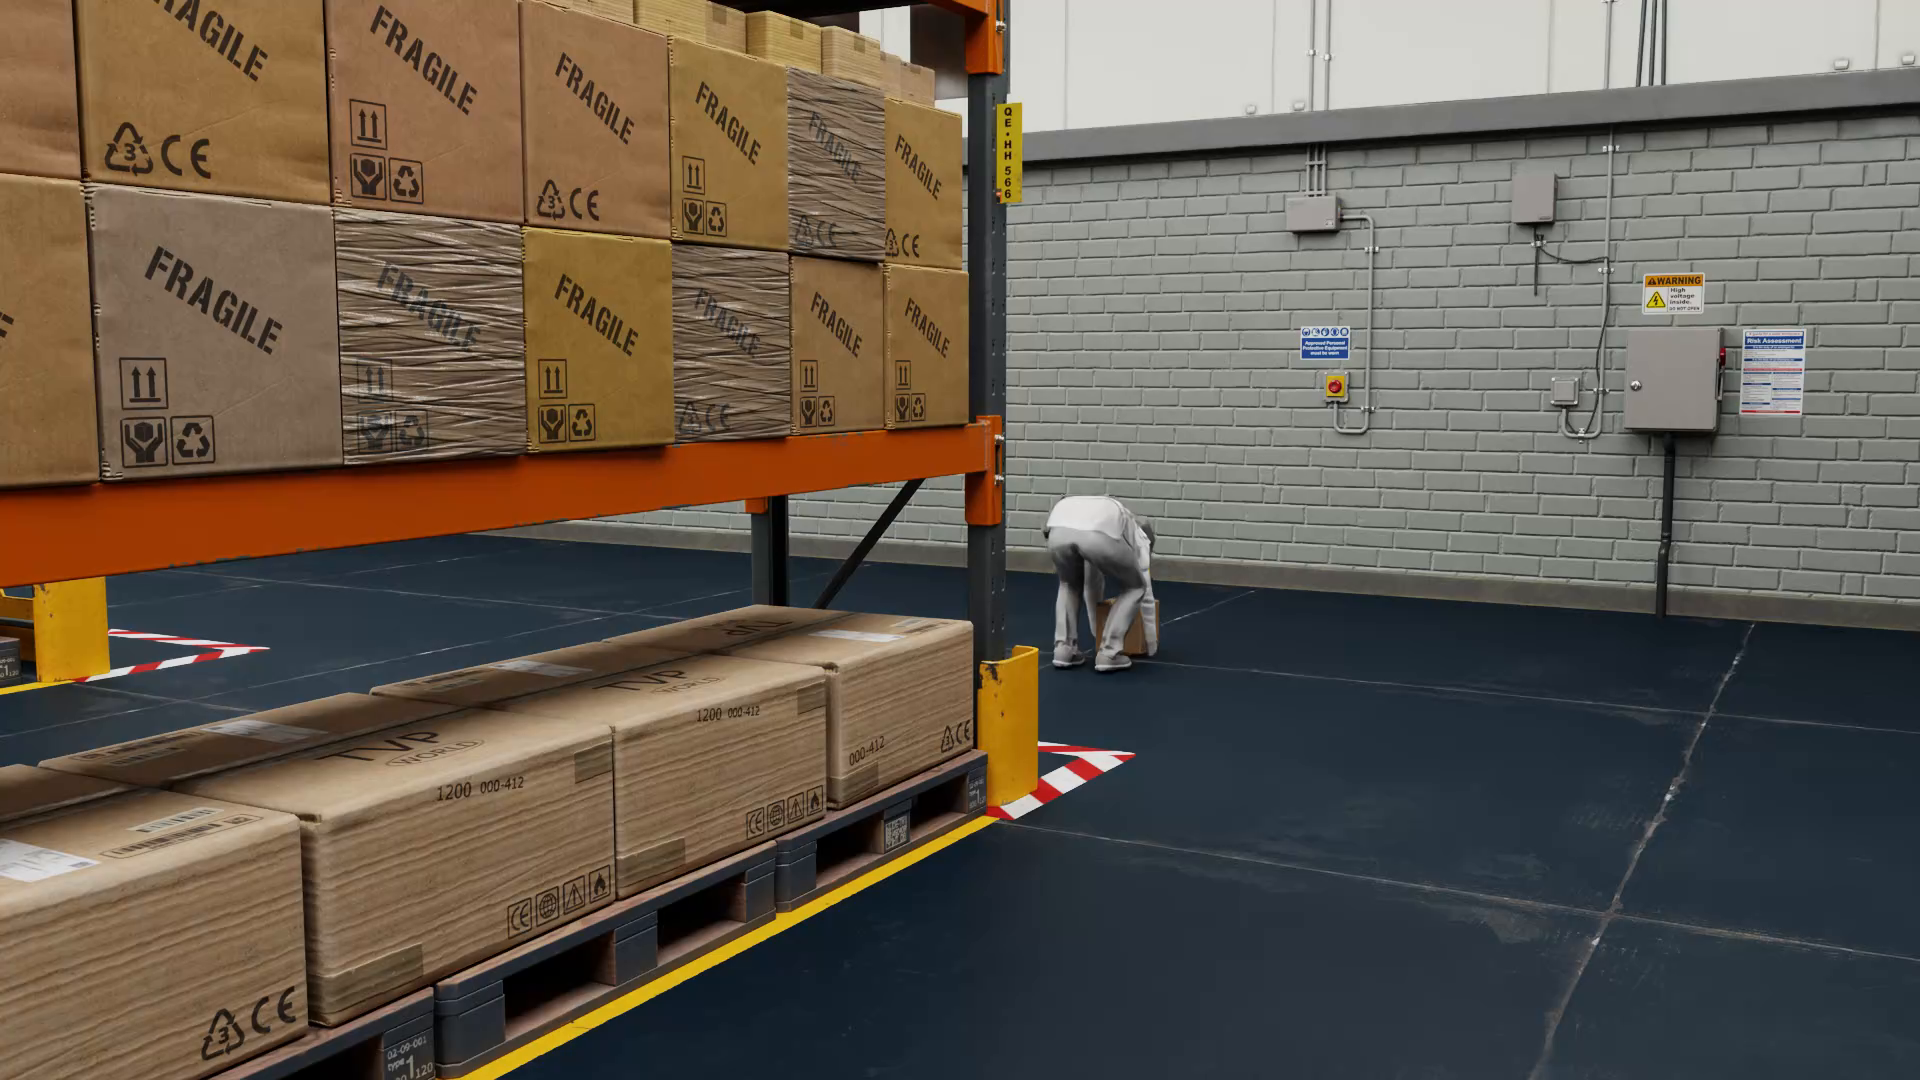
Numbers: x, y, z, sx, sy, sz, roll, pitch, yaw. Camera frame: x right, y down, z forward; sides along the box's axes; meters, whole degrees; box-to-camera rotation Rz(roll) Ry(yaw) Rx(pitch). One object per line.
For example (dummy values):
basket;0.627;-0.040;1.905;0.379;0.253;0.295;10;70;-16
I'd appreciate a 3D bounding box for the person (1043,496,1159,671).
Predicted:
person;0.718;0.194;8.351;0.466;0.862;0.883;3;7;26
